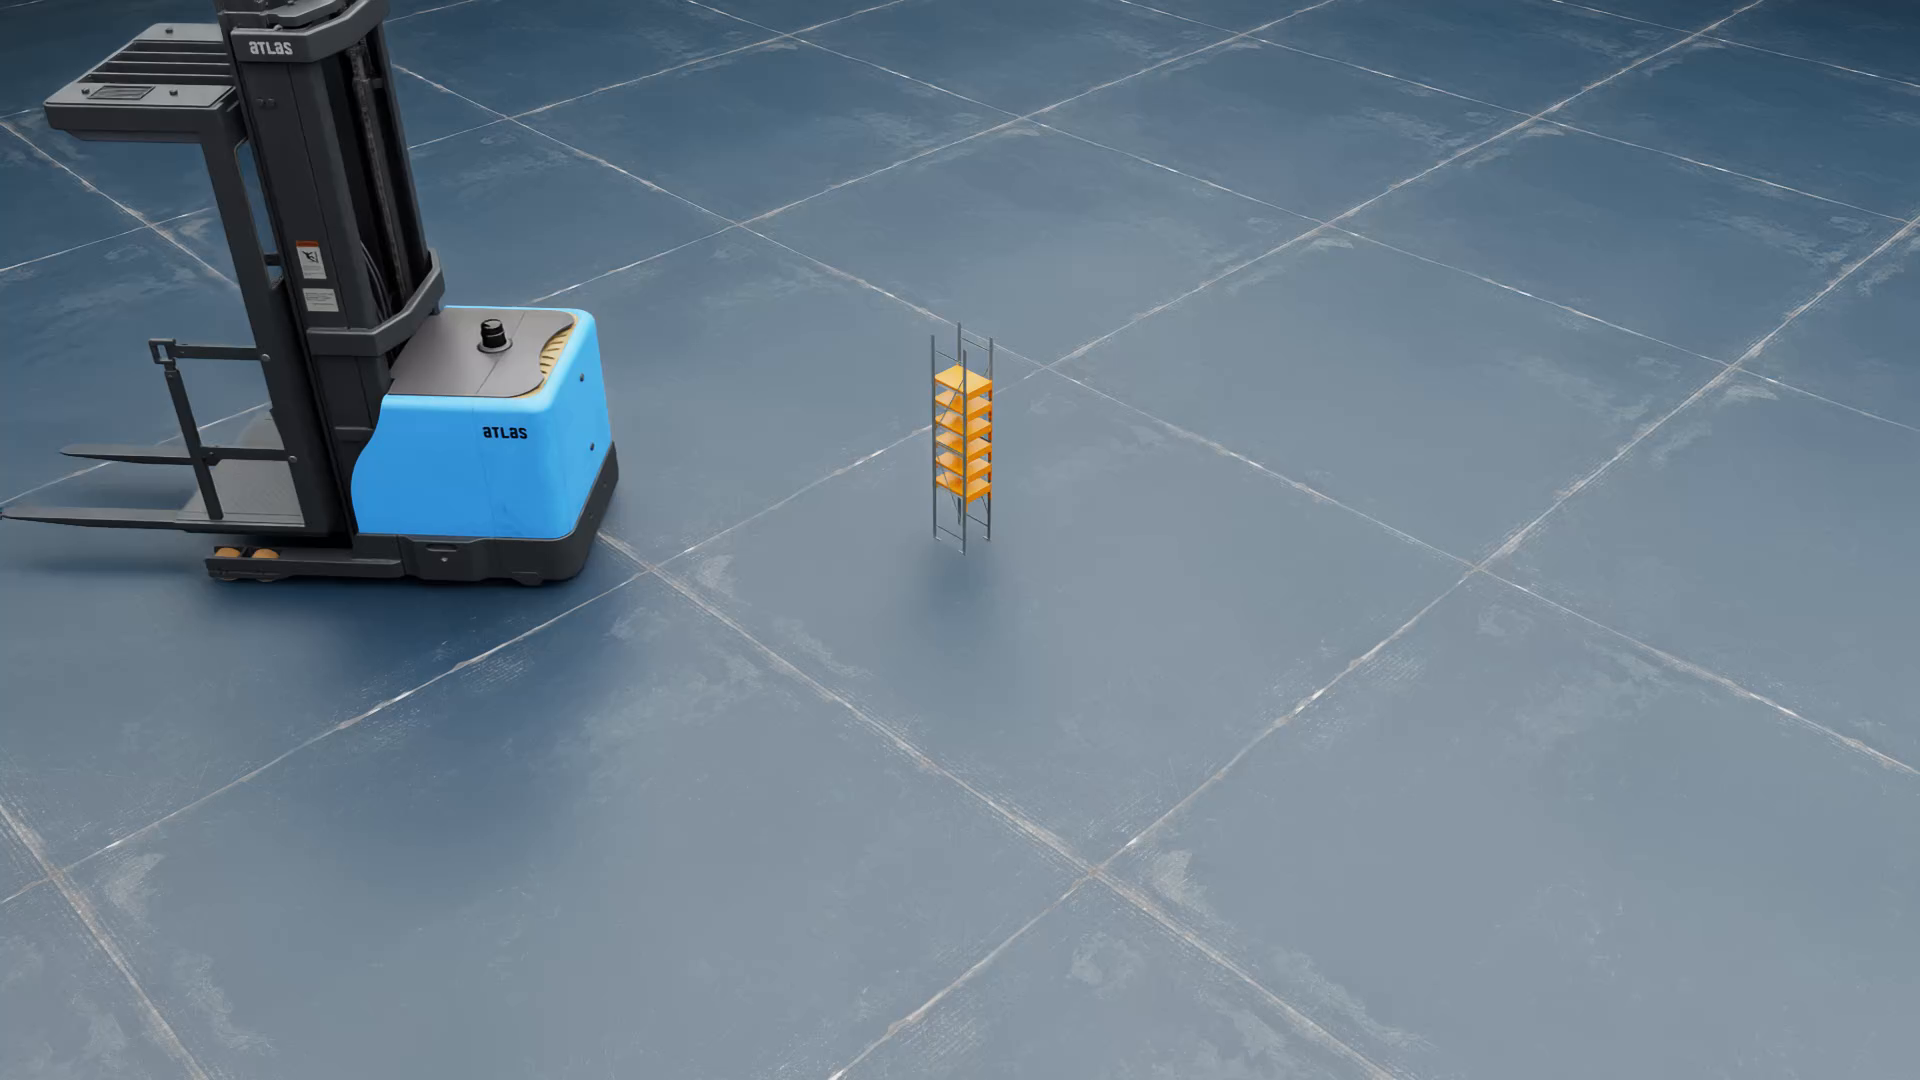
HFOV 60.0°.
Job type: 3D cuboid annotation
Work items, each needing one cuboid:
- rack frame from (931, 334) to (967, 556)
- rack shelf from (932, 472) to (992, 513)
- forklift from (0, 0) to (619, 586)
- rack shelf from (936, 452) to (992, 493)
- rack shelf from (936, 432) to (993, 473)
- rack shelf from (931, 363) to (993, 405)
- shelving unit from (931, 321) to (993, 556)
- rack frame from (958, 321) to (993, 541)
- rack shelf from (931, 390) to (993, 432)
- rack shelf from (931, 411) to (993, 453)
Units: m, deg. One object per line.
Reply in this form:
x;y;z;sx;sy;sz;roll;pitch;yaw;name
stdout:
-0.054;-0.461;8.353;0.240;1.200;0.006;30;45;35;rack frame
0.010;-0.265;8.569;0.258;0.103;0.180;30;45;35;rack shelf
-3.402;-1.289;8.027;3.031;2.935;1.130;2;35;3;forklift
0.010;-0.363;8.500;0.258;0.103;0.180;30;45;35;rack shelf
0.010;-0.462;8.431;0.258;0.103;0.180;30;45;35;rack shelf
0.010;-0.757;8.225;0.258;0.103;0.180;30;45;35;rack shelf
0.010;-0.498;8.406;0.258;1.200;0.189;30;45;35;shelving unit
0.075;-0.535;8.459;0.240;1.200;0.006;30;45;35;rack frame
0.010;-0.658;8.294;0.258;0.103;0.180;30;45;35;rack shelf
0.010;-0.560;8.363;0.258;0.103;0.180;30;45;35;rack shelf
